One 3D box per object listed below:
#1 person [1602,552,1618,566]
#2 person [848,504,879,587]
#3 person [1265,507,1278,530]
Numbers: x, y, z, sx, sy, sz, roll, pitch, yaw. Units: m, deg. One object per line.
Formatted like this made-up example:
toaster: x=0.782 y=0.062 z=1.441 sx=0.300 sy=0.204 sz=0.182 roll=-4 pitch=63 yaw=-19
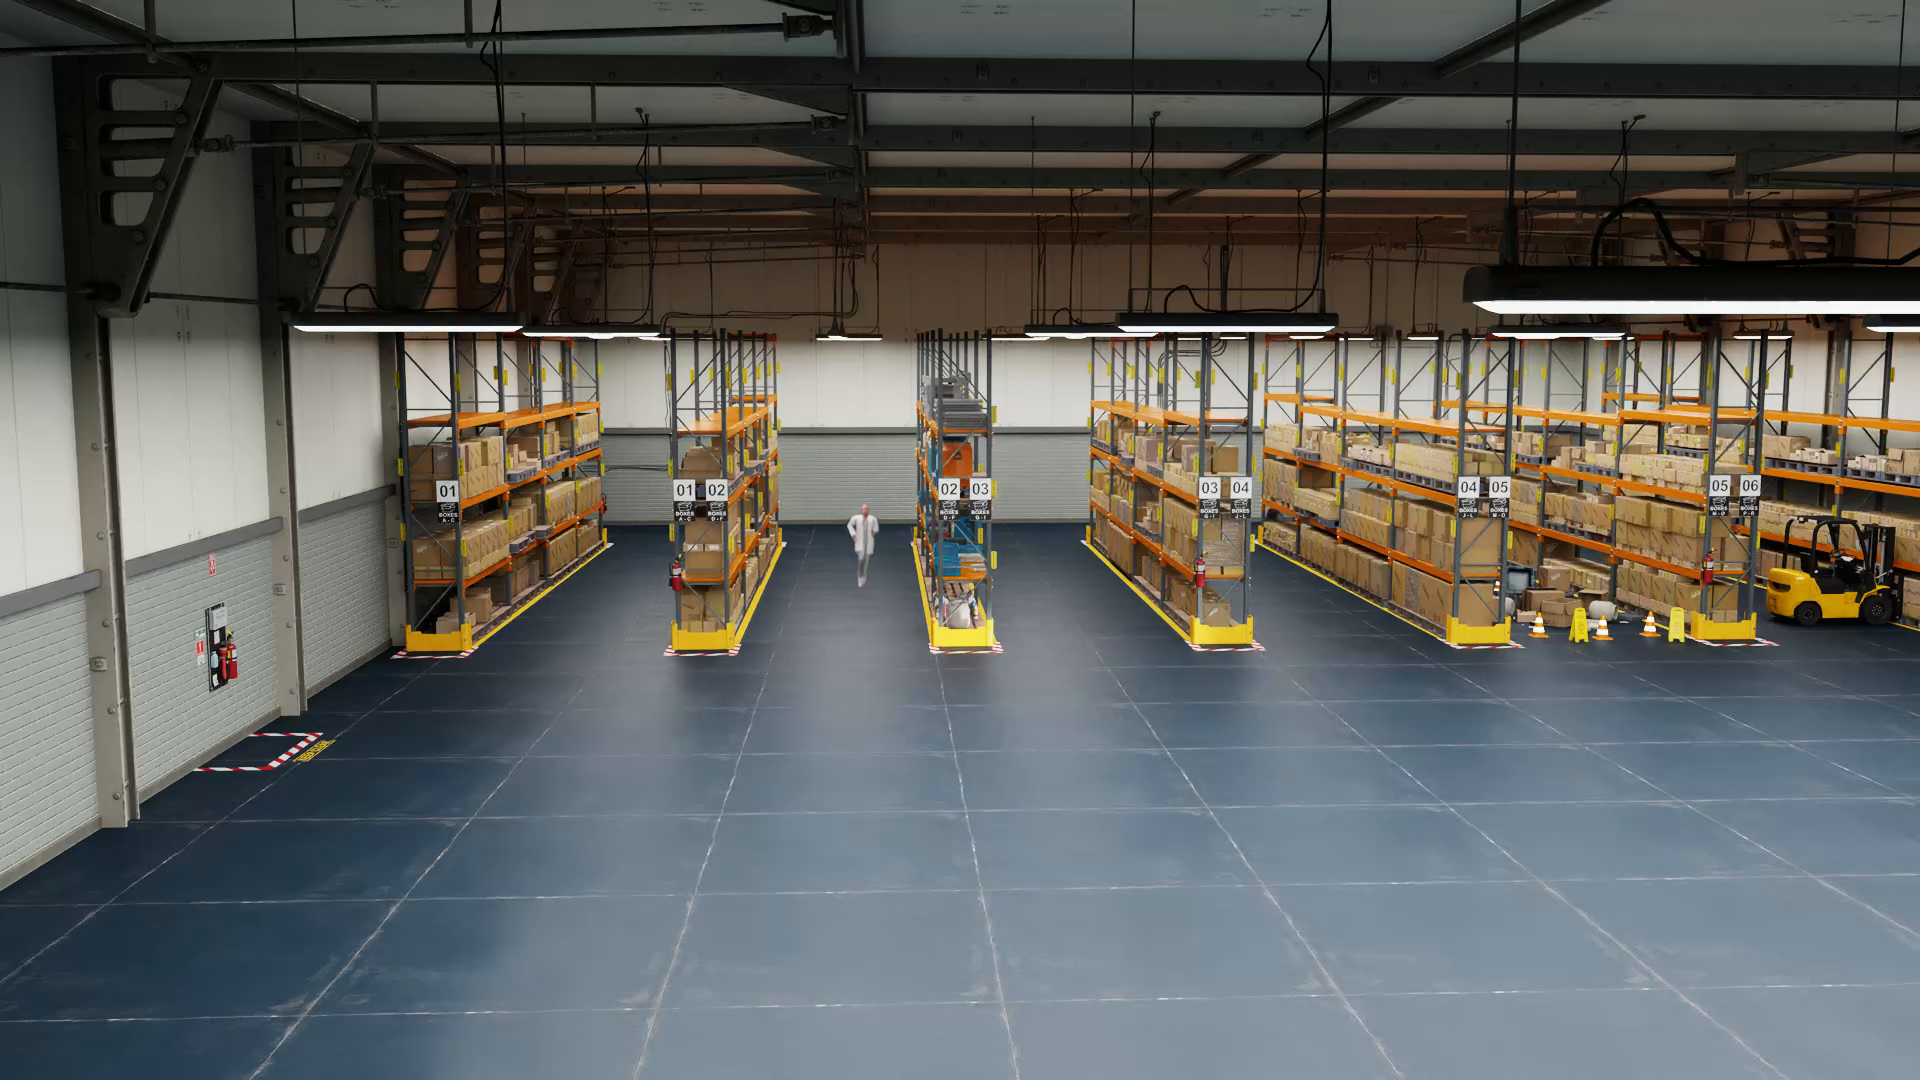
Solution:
person: x=16.222 y=0.000 z=41.257 sx=0.652 sy=1.738 sz=0.616 roll=-1 pitch=7 yaw=-11
person: x=-2.174 y=0.126 z=37.851 sx=0.679 sy=1.874 sz=0.785 roll=-2 pitch=7 yaw=-14
person: x=9.231 y=-0.857 z=49.124 sx=0.609 sy=1.657 sz=0.680 roll=2 pitch=7 yaw=17
